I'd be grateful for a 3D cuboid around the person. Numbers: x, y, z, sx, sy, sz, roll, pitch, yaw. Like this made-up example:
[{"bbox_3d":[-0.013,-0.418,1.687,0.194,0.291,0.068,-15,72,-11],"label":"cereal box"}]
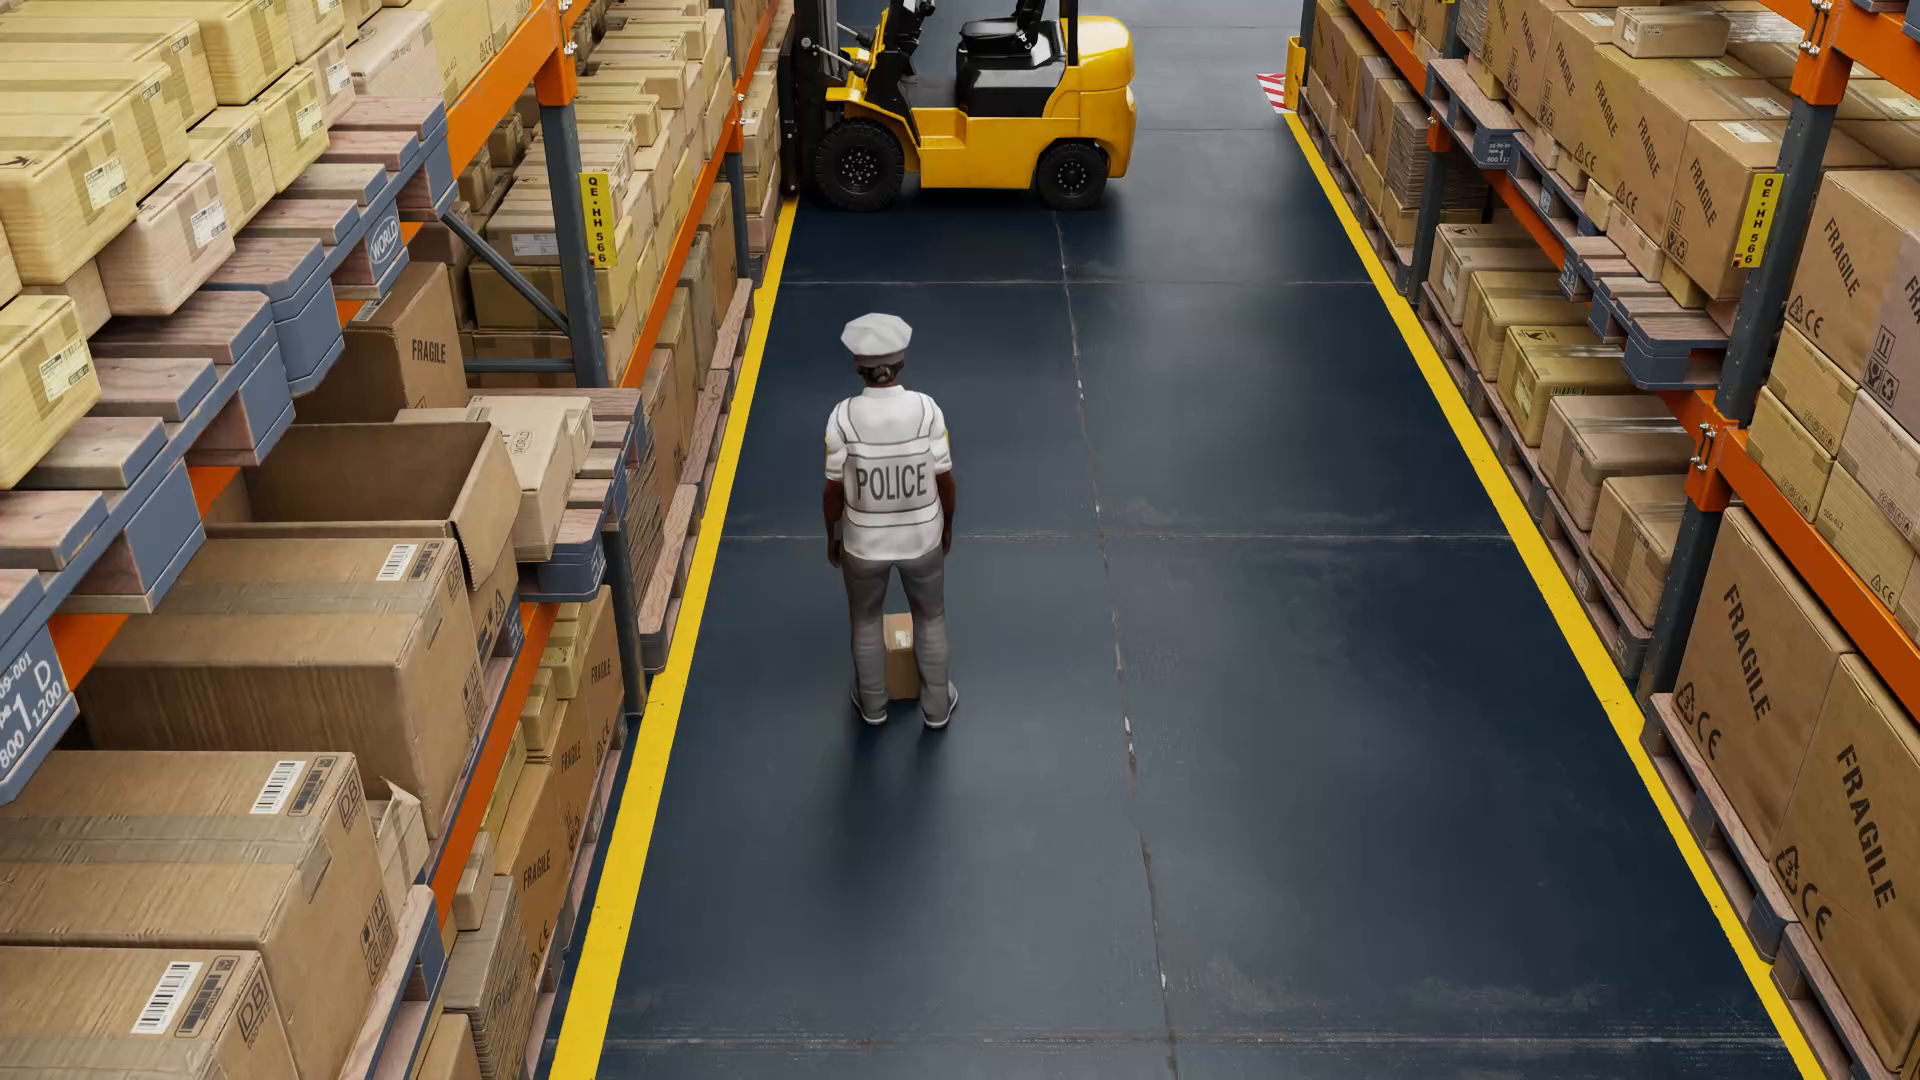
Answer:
[{"bbox_3d":[-0.252,-0.017,6.163,0.506,1.659,0.425,-4,32,-6],"label":"person"}]
